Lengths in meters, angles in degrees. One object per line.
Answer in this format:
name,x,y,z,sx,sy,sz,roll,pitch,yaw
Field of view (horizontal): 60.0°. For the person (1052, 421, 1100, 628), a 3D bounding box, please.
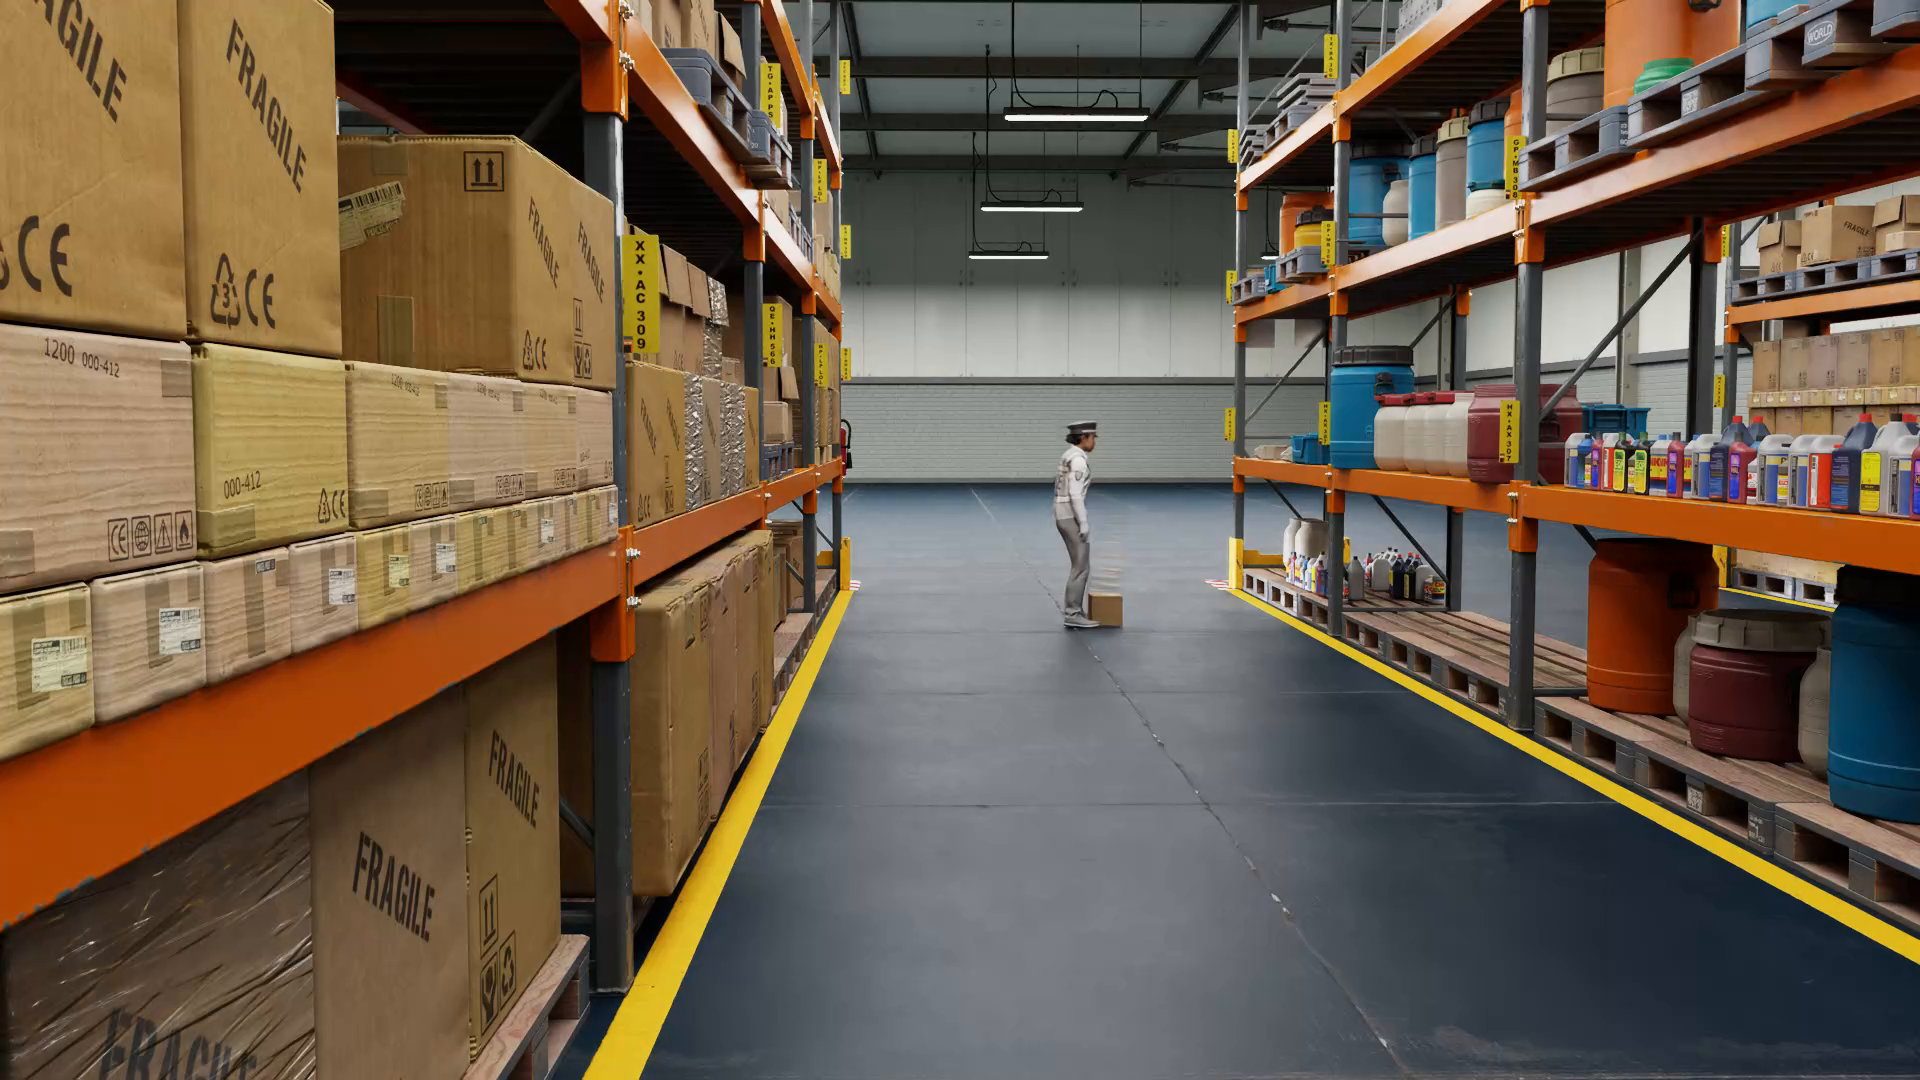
person,0.961,-0.136,13.492,0.413,1.662,0.523,0,4,-4
